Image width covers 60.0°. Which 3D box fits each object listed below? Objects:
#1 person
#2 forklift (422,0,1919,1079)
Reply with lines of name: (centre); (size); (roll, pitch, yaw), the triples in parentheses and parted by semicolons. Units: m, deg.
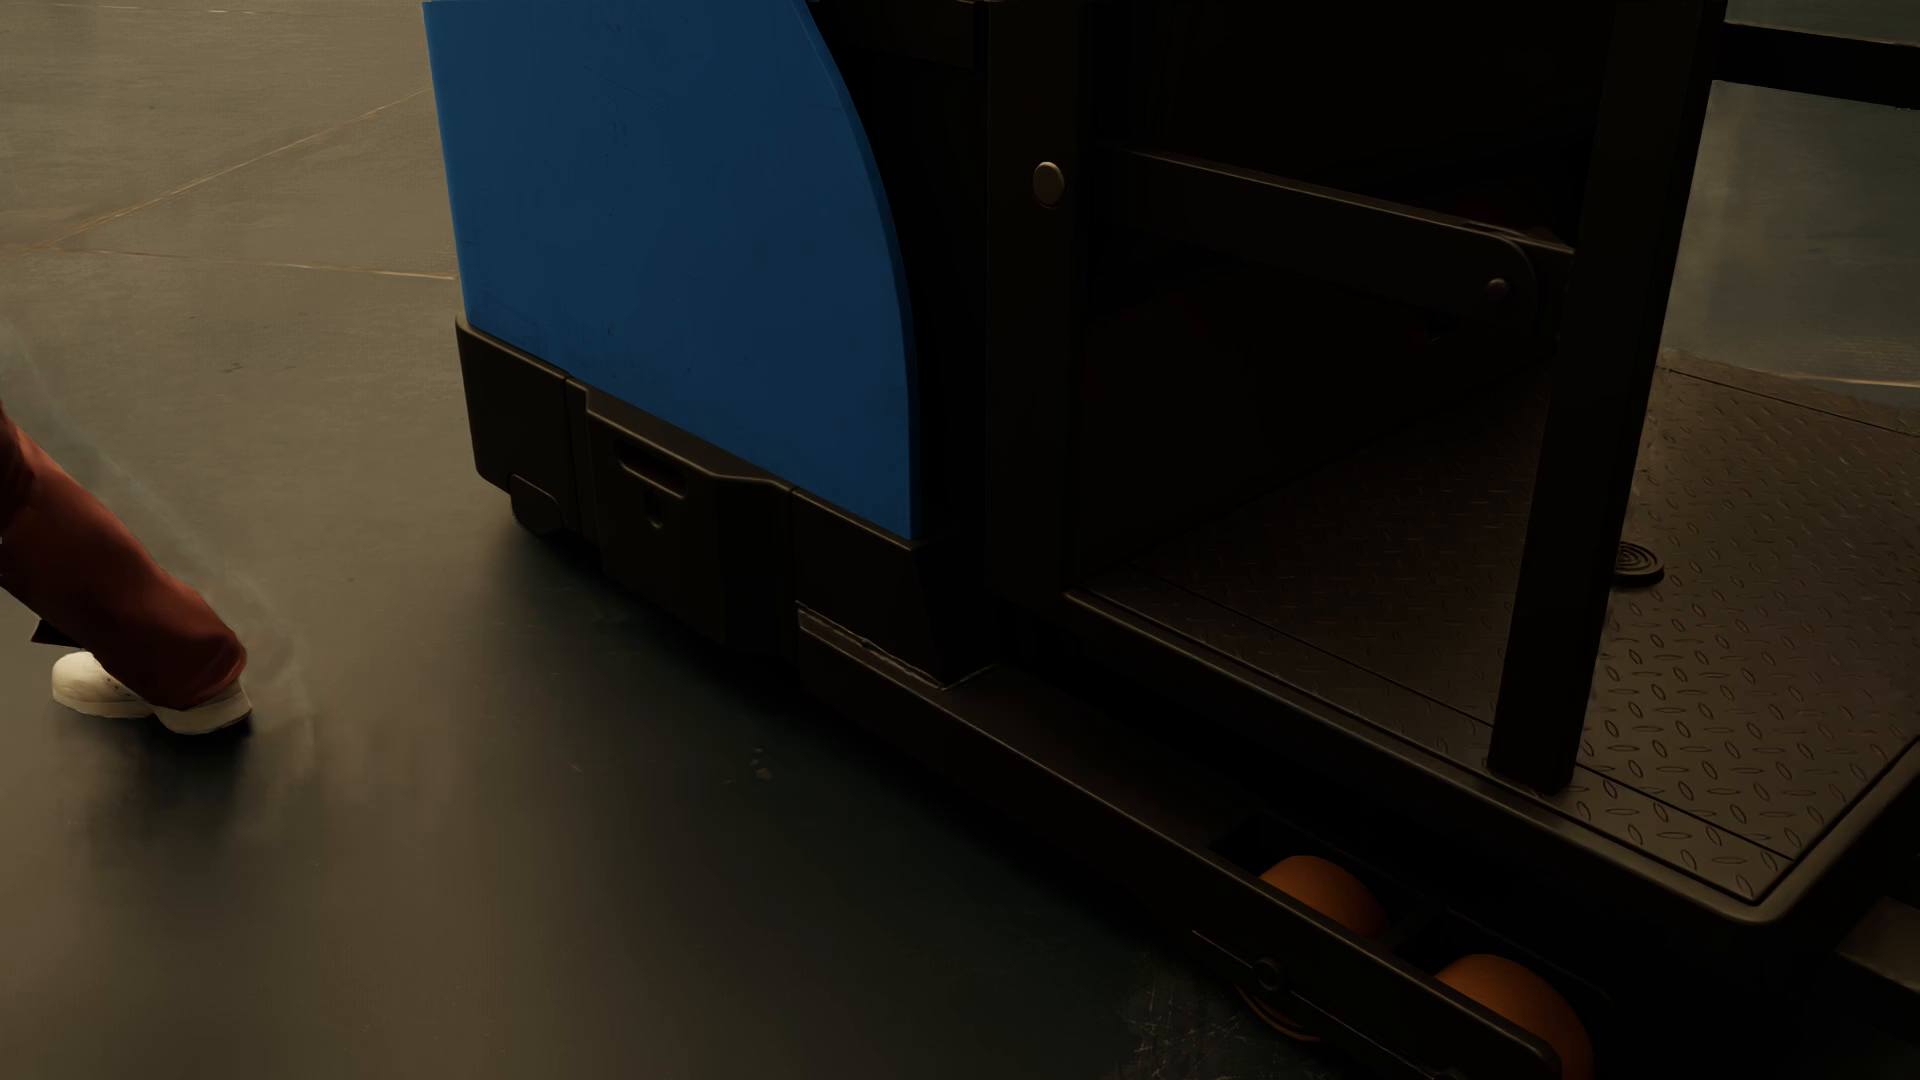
person: (-1.120, -0.185, 1.261); (0.679, 1.474, 1.222); (14, 30, 26)
forklift: (0.629, -1.039, 1.305); (1.130, 2.935, 3.031); (-23, 35, -38)
